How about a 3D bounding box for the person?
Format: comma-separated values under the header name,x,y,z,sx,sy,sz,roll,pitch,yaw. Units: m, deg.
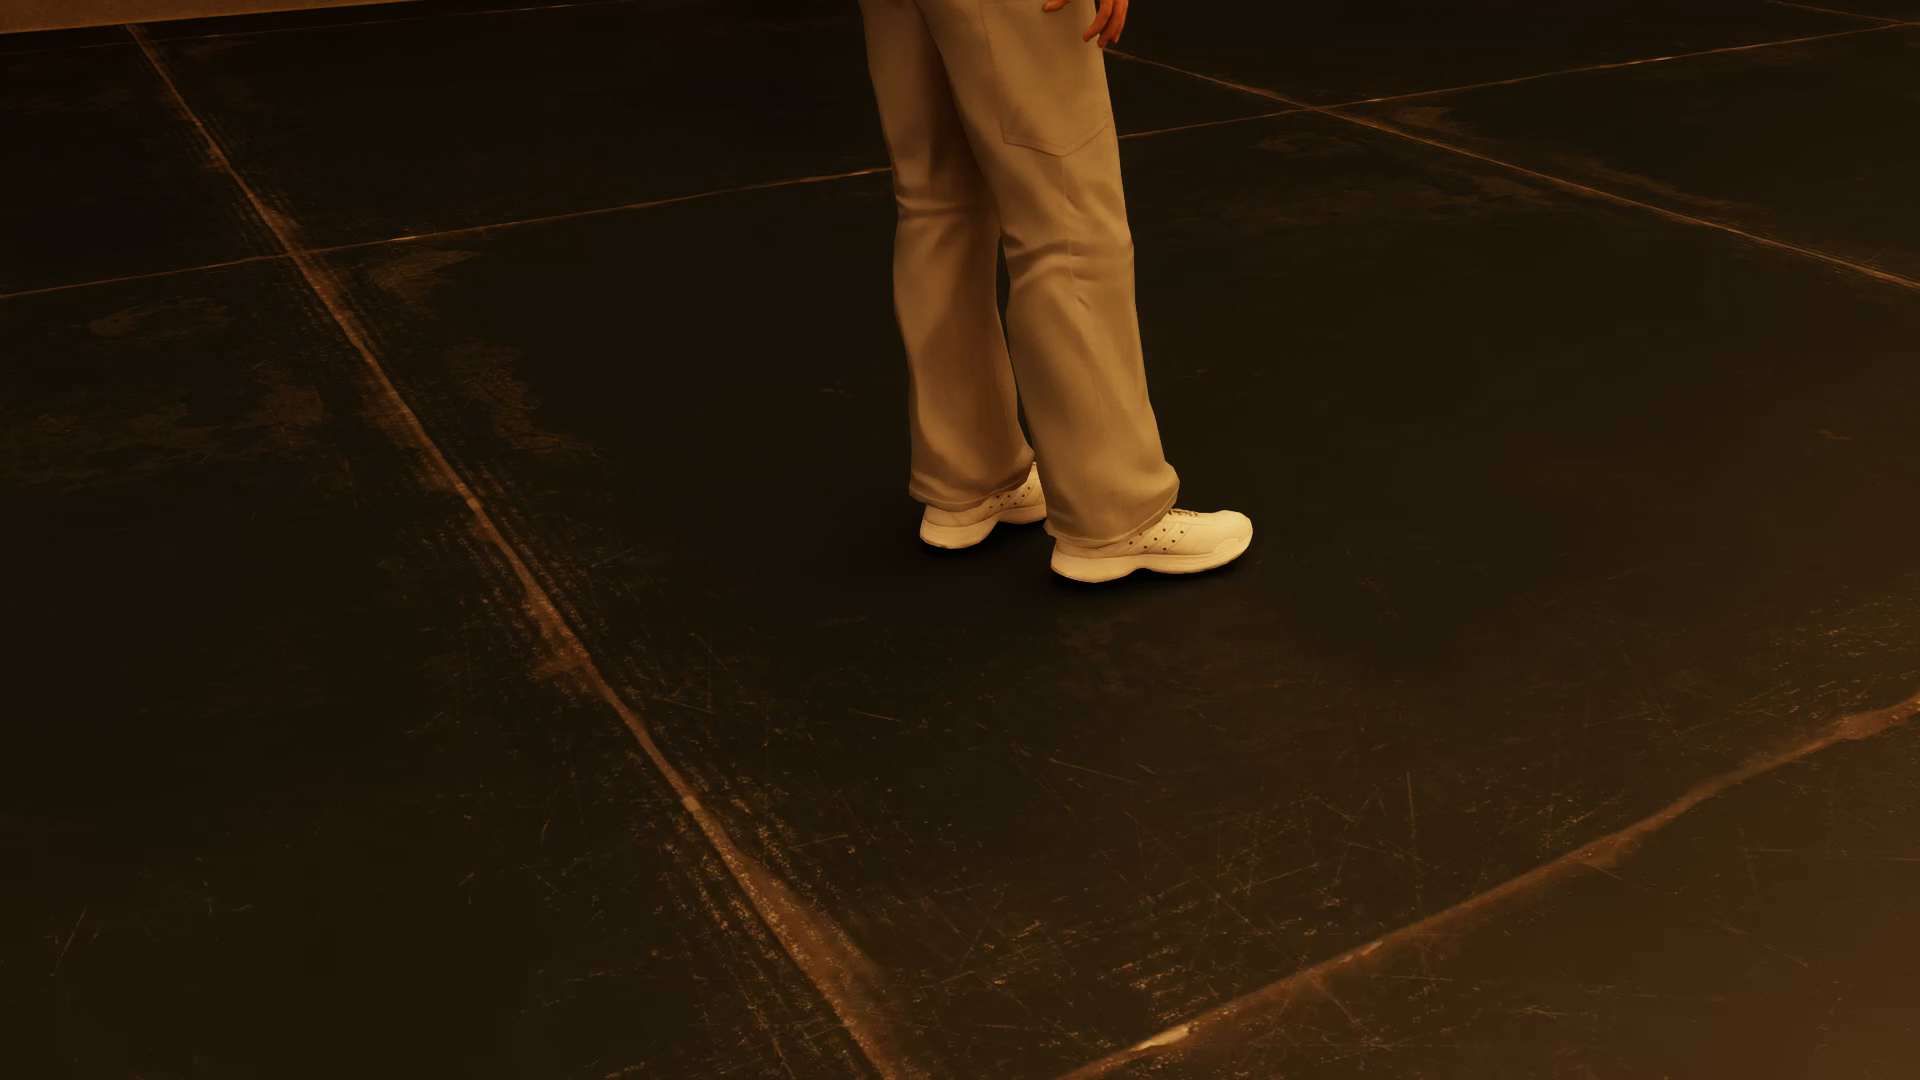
name,x,y,z,sx,sy,sz,roll,pitch,yaw
person,0.078,-0.762,2.146,0.532,1.663,0.549,-15,30,-26
